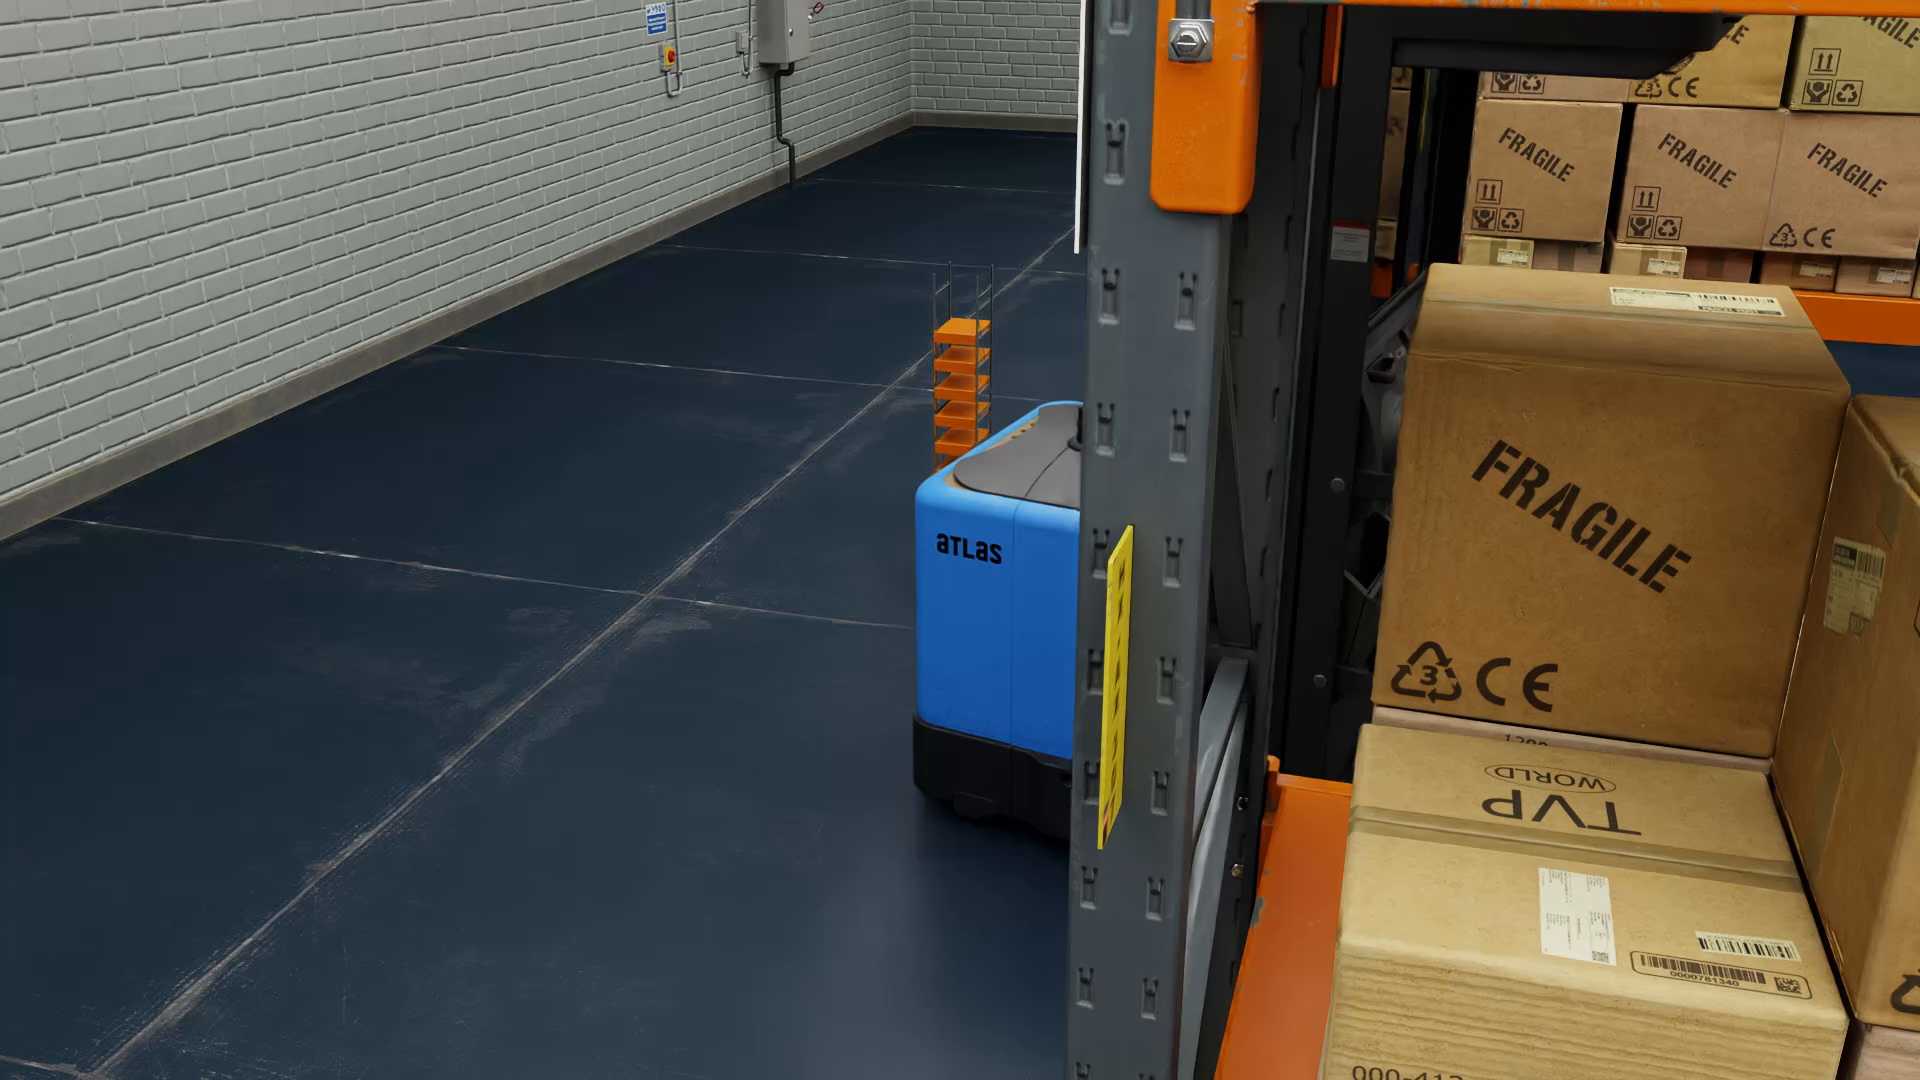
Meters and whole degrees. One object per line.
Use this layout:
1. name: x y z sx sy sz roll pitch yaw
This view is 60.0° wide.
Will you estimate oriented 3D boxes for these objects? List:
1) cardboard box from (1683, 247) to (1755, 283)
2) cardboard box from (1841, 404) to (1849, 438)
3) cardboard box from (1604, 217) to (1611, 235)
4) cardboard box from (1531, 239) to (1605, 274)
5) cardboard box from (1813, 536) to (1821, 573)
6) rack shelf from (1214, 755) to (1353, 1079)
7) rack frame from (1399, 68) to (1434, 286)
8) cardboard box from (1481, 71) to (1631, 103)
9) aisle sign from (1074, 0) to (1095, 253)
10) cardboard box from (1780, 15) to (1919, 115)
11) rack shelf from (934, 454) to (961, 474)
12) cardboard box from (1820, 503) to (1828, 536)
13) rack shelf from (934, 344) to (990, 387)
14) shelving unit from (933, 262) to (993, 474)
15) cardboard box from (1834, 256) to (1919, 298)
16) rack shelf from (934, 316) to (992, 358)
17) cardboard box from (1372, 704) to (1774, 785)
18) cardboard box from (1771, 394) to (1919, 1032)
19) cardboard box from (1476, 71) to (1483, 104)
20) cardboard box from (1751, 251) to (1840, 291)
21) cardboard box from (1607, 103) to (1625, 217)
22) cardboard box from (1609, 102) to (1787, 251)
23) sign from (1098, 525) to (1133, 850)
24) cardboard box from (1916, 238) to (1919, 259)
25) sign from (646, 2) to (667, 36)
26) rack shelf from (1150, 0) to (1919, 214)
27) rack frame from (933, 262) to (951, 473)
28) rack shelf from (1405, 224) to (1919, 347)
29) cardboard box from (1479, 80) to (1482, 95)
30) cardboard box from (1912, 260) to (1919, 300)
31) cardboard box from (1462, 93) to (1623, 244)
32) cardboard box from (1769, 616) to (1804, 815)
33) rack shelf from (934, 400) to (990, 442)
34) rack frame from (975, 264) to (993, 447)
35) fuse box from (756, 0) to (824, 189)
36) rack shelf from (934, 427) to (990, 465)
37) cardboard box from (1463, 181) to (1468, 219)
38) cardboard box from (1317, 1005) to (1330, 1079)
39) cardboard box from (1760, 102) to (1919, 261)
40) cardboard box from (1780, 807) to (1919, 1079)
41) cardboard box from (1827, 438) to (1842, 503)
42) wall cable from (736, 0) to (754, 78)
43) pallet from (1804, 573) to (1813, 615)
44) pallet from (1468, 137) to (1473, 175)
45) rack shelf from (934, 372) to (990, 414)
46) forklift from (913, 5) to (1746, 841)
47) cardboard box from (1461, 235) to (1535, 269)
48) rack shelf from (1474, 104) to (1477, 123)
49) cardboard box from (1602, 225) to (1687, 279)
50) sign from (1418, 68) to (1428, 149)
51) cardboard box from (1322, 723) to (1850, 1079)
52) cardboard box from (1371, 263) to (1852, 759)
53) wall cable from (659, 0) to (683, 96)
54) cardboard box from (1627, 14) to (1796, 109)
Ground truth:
1. cardboard box: 2.855 -1.091 6.307 0.250 0.149 0.380 8 24 18
2. cardboard box: 3.666 -0.426 6.775 0.250 0.149 0.380 6 23 14
3. cardboard box: 2.720 -1.290 6.793 0.250 0.149 0.380 6 23 15
4. cardboard box: 2.325 -1.118 6.374 0.250 0.149 0.380 7 23 17
5. cardboard box: 3.262 -0.019 6.566 0.250 0.149 0.380 7 23 16
6. rack shelf: 2.240 0.941 1.971 4.000 0.370 1.077 7 23 16
7. rack frame: 1.854 -1.402 6.735 0.127 3.000 1.000 7 23 16
8. cardboard box: 2.207 -1.903 6.115 0.500 0.500 0.500 6 23 15
9. aisle sign: 0.169 -0.712 1.629 0.004 0.787 0.394 7 23 16
10. cardboard box: 3.184 -1.785 5.827 0.500 0.500 0.500 6 23 14
11. rack shelf: 0.014 -0.290 7.146 0.180 0.103 0.258 7 23 16
12. cardboard box: 3.283 -0.157 6.511 0.250 0.149 0.380 5 23 13
13. rack shelf: 0.014 -0.734 6.964 0.180 0.103 0.258 7 23 16
14. shelving unit: 0.014 -0.554 7.038 0.189 1.200 0.258 7 23 16
15. cardboard box: 3.336 -1.015 6.122 0.250 0.149 0.380 6 23 14
16. rack shelf: 0.014 -0.845 6.919 0.180 0.103 0.258 7 23 16
17. cardboard box: 0.865 0.278 2.446 0.500 0.250 0.500 6 23 15
18. cardboard box: 1.185 0.180 1.697 0.500 0.500 0.500 6 23 14
19. cardboard box: 3.564 -3.101 10.745 0.500 0.500 0.500 6 23 15
20. cardboard box: 3.108 -1.052 6.213 0.250 0.149 0.380 6 23 15
21. cardboard box: 2.850 -1.572 6.625 0.500 0.500 0.500 6 23 15
22. cardboard box: 2.724 -1.387 6.174 0.500 0.500 0.500 7 23 16
23. sign: 0.159 0.153 1.699 0.005 0.325 0.100 7 23 16
24. cardboard box: 3.679 -1.275 5.902 0.500 0.500 0.500 6 23 14
25. sign: -2.290 -3.935 12.555 0.001 0.218 0.327 7 23 16
26. rack shelf: 2.240 -0.447 1.402 4.000 0.370 1.077 7 23 16
27. rack frame: -0.074 -0.564 7.063 0.006 1.200 0.240 7 23 16
28. rack shelf: 3.769 -0.850 6.337 4.000 0.370 1.077 7 23 16
29. cardboard box: 2.359 -1.630 6.767 0.500 0.500 0.500 7 23 17
30. cardboard box: 3.578 -0.979 6.034 0.250 0.149 0.380 7 23 17
31. cardboard box: 2.204 -1.436 6.295 0.500 0.500 0.500 8 24 18
32. cardboard box: 1.351 0.333 2.310 0.500 0.250 0.500 6 23 15
33. rack shelf: 0.014 -0.512 7.055 0.180 0.103 0.258 7 23 16
34. rack frame: 0.101 -0.543 7.014 0.006 1.200 0.240 7 23 16
35. fuse box: -1.471 -3.972 14.699 0.414 1.711 0.539 7 23 16
36. rack shelf: 0.014 -0.401 7.101 0.180 0.103 0.258 7 23 16
37. cardboard box: 3.848 -2.184 11.465 0.875 0.438 0.875 6 23 14
38. cardboard box: 0.569 0.664 2.029 0.250 0.149 0.380 7 23 16
39. cardboard box: 3.189 -1.328 6.032 0.500 0.500 0.500 7 23 16
40. cardboard box: 1.206 0.526 1.840 0.500 0.250 0.500 6 23 15
41. cardboard box: 3.285 -0.280 6.419 0.250 0.149 0.380 7 23 18
42. wall cable: -1.819 -4.808 13.699 0.122 1.984 0.588 7 23 16
43. pallet: 3.859 0.133 6.668 1.213 0.211 1.003 7 23 16
44. pallet: 5.454 -3.630 15.841 1.213 0.211 1.003 7 23 16
45. rack shelf: 0.014 -0.623 7.010 0.180 0.103 0.258 7 23 16
46. forklift: 1.403 -0.429 4.455 3.031 2.935 1.130 11 25 25
47. cardboard box: 2.070 -1.131 6.406 0.250 0.149 0.380 6 23 15
48. rack shelf: 5.102 -2.659 10.749 4.000 0.370 1.077 7 23 16
49. cardboard box: 2.567 -1.069 6.255 0.250 0.149 0.380 6 23 14
50. sign: 1.698 -1.605 6.090 0.005 0.325 0.100 7 23 16
51. cardboard box: 0.706 0.472 1.973 0.500 0.250 0.500 6 23 14
52. cardboard box: 0.867 -0.068 2.301 0.500 0.500 0.500 7 23 16
53. wall cable: -2.218 -4.306 12.434 0.123 1.953 0.585 7 23 16
54. cardboard box: 2.692 -1.850 5.986 0.500 0.500 0.500 7 23 17
